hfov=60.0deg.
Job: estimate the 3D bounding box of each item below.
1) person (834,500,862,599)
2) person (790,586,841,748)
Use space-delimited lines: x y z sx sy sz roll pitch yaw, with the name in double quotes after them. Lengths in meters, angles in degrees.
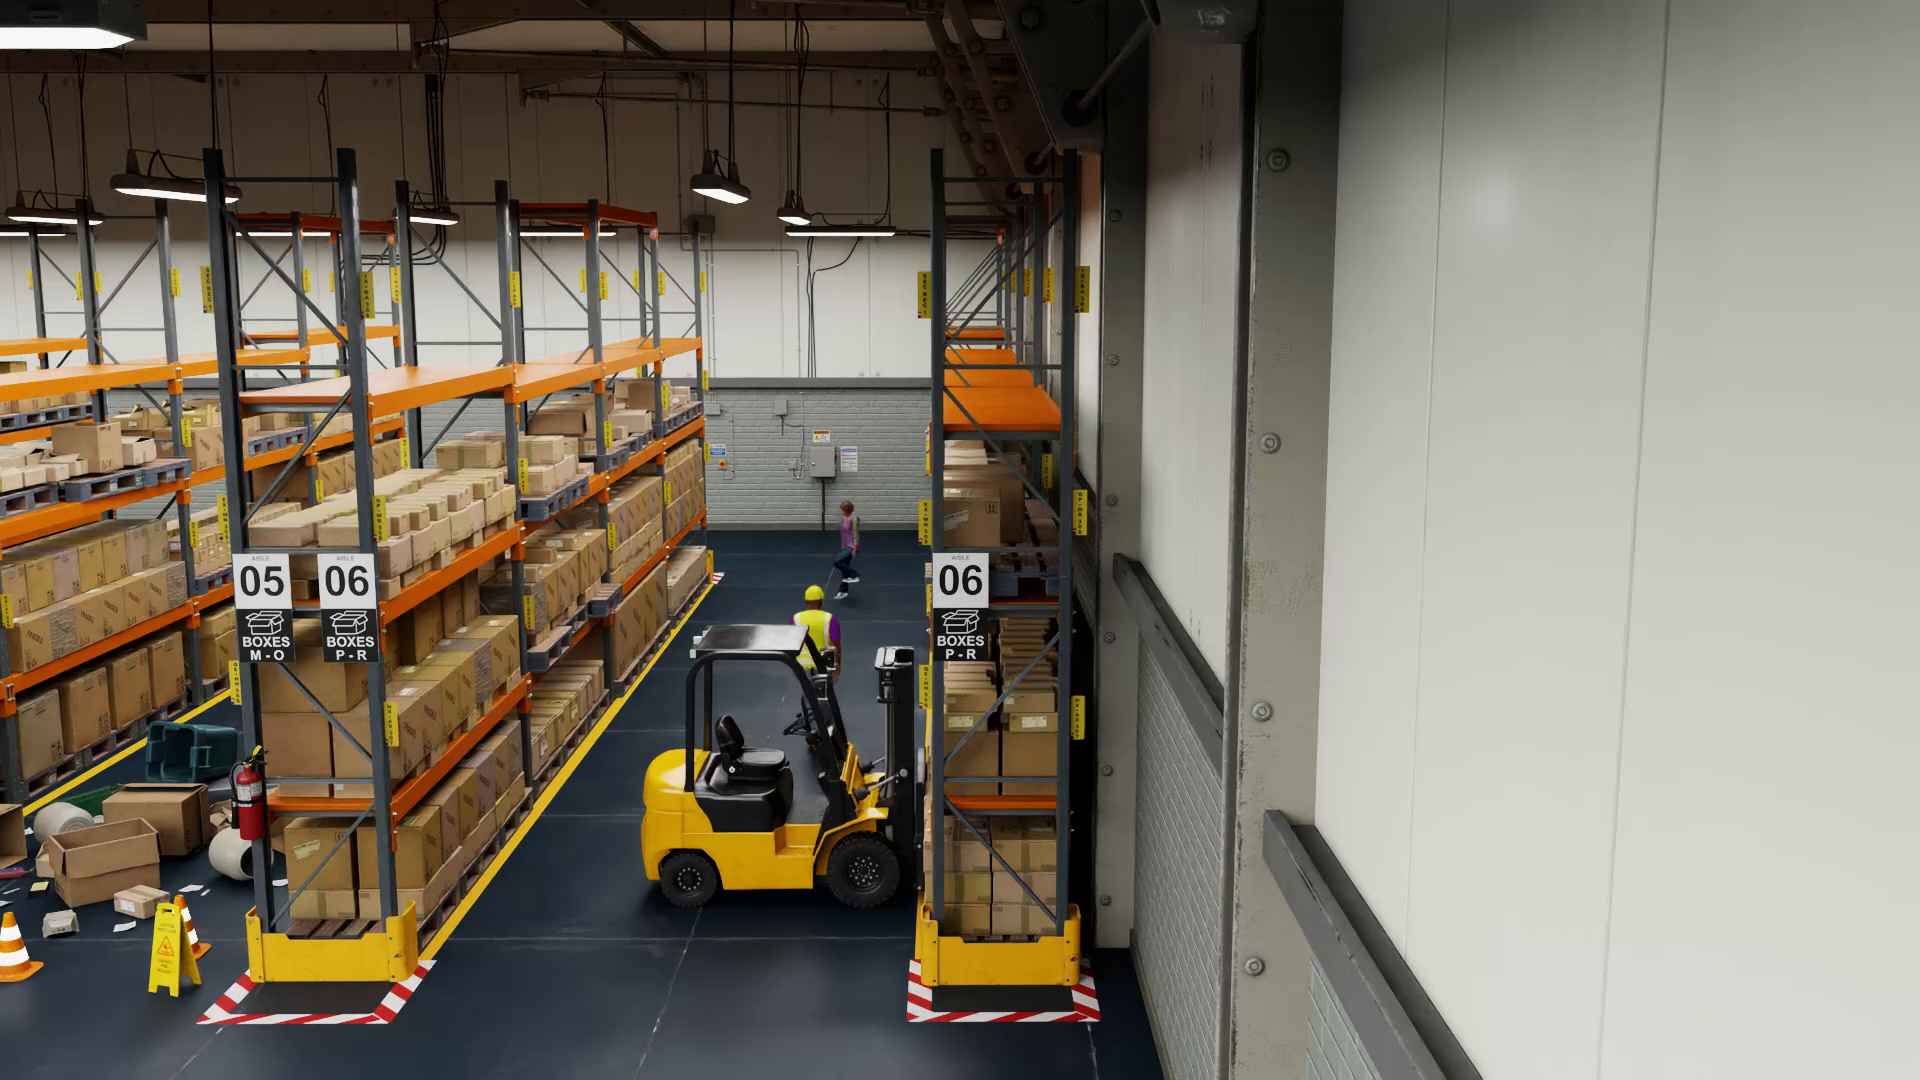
-1.825 0.177 26.427 0.496 1.630 0.467 -6 11 -32 "person"
-1.604 1.389 18.265 0.560 1.798 0.692 -2 9 -11 "person"
